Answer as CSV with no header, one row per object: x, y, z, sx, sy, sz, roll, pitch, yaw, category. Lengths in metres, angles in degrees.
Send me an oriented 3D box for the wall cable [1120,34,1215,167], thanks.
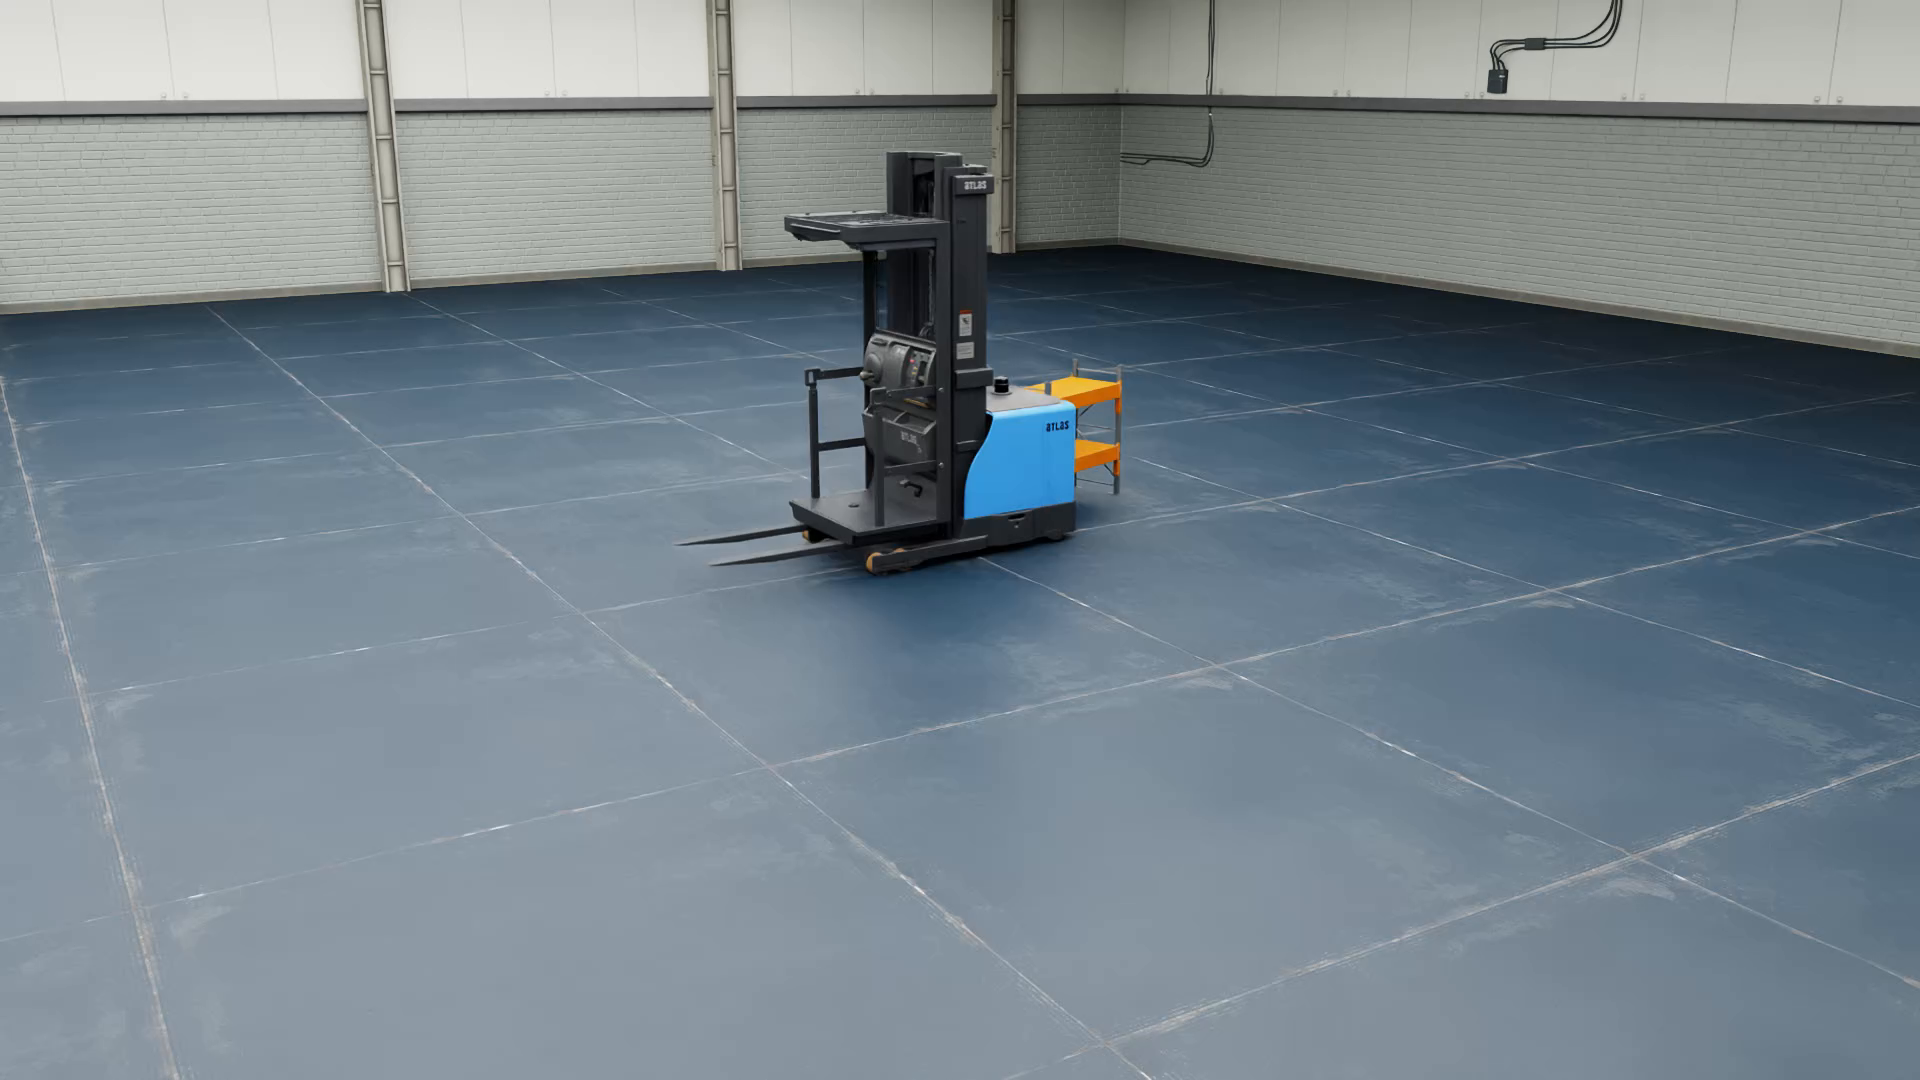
4.084,-8.773,33.288,0.112,2.526,3.097,-9,18,-30,wall cable

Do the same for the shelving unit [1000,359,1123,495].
0.848,-0.866,13.913,0.538,1.125,1.048,12,20,38,shelving unit

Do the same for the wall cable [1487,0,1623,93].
8.960,-9.707,24.567,0.169,6.003,2.305,-9,18,-30,wall cable

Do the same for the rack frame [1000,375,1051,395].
0.526,-0.759,13.535,0.500,1.125,0.032,12,20,38,rack frame

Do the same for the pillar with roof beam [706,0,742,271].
-2.048,-8.335,25.971,0.400,9.000,9.100,-9,18,-30,pillar with roof beam

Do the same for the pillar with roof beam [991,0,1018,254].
3.095,-9.169,28.947,0.400,9.000,9.100,-9,18,-30,pillar with roof beam

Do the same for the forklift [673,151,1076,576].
-0.619,-1.317,12.177,3.031,2.935,1.130,-10,18,-31,forklift

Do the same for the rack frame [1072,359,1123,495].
1.171,-0.972,14.292,0.500,1.125,0.032,12,20,38,rack frame

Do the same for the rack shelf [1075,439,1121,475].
0.848,-0.630,13.979,0.538,0.278,1.000,12,20,38,rack shelf

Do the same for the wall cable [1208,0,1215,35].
5.478,-10.579,30.374,0.112,2.526,3.097,-9,18,-30,wall cable

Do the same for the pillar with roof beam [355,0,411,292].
-7.191,-7.501,22.996,0.400,9.000,9.100,-9,18,-30,pillar with roof beam

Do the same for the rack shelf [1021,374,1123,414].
0.848,-1.147,13.834,0.538,0.278,1.000,12,20,38,rack shelf
